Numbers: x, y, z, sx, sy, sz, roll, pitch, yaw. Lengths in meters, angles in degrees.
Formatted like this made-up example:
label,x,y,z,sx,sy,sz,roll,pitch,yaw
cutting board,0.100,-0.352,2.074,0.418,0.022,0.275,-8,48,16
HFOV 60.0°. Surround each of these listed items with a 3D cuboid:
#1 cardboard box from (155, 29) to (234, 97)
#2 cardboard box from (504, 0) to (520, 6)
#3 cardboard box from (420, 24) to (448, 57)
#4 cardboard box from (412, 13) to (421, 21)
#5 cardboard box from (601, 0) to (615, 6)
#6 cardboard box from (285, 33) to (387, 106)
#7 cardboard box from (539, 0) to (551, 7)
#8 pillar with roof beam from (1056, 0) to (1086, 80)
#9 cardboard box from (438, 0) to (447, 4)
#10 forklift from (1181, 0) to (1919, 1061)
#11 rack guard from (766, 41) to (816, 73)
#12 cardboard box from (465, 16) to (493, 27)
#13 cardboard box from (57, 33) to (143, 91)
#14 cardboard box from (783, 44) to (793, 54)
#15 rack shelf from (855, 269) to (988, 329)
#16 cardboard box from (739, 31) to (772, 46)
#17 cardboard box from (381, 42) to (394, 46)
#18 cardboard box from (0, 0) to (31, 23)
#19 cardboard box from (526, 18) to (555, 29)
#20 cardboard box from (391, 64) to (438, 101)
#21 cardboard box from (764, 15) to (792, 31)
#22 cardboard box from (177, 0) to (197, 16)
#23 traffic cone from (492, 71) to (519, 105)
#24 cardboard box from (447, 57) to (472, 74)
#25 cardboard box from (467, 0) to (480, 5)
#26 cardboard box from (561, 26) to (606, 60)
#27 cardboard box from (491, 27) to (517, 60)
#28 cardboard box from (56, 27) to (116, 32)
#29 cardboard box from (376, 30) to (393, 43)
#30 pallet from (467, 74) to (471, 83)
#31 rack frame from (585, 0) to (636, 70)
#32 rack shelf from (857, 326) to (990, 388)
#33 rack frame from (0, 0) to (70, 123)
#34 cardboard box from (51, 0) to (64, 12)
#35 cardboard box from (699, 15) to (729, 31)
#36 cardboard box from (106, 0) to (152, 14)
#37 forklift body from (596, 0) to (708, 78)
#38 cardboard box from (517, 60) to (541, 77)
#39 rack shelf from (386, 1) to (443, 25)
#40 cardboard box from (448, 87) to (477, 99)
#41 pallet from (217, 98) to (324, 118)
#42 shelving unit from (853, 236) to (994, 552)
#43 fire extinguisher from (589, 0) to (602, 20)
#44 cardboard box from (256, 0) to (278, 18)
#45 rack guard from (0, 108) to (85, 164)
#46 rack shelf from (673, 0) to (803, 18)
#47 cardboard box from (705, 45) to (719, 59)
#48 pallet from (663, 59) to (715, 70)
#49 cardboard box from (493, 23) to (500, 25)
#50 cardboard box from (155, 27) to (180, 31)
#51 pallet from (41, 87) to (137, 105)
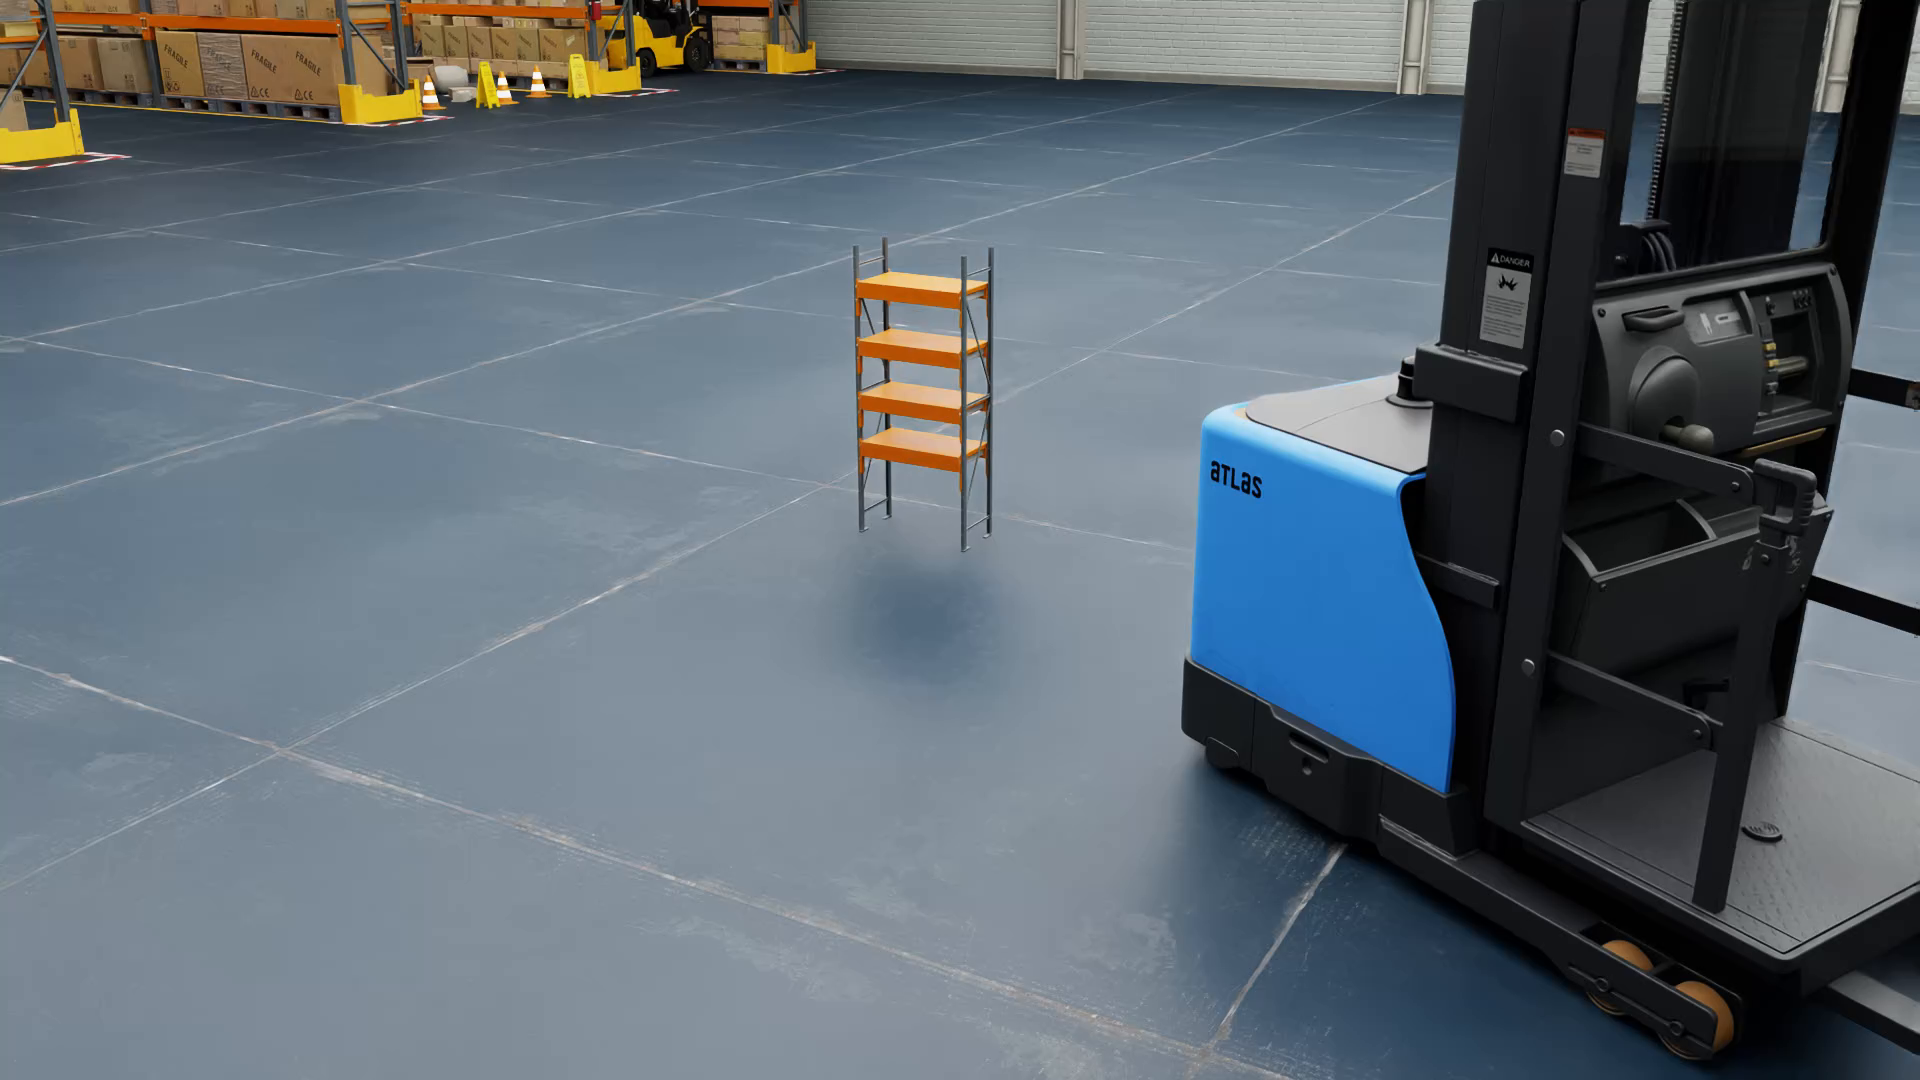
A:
label,x,y,z,sx,sy,sz,roll,pitch,yaw
cardboard box,-10.860,-6.884,23.944,0.875,0.875,0.875,11,23,28
cardboard box,-7.138,-8.708,26.842,0.250,0.149,0.380,11,22,27
cardboard box,-8.665,-8.380,27.885,0.500,0.500,0.500,12,23,30
cardboard box,-11.140,-10.872,34.537,0.250,0.149,0.380,10,22,26
cardboard box,-5.752,-8.636,26.643,0.250,0.149,0.380,11,23,28
cardboard box,-8.507,-6.437,22.713,0.875,0.875,0.875,11,23,28
cardboard box,-6.476,-8.575,26.473,0.250,0.149,0.380,10,22,26
pillar with roof beam,-0.169,-11.039,24.102,0.400,9.000,9.100,11,23,27
cardboard box,-8.438,-8.974,27.573,0.250,0.149,0.380,11,23,27
forklift,1.896,-0.410,3.696,1.130,2.935,3.031,-12,23,-31
rack guard,-3.118,-8.935,30.765,0.348,0.500,1.175,11,23,27
cardboard box,-7.900,-8.518,27.313,0.250,0.149,0.380,12,23,30
cardboard box,-12.801,-7.189,24.968,0.750,0.750,1.050,11,23,27
cardboard box,-3.473,-9.159,31.133,0.500,0.250,0.500,11,23,28
rack shelf,-0.145,-0.961,6.602,0.480,0.148,0.258,11,23,27
cardboard box,-3.717,-9.242,30.628,0.500,0.250,0.500,10,22,27
cardboard box,-10.137,-8.469,29.050,0.625,0.372,0.950,12,23,31
cardboard box,-10.857,-5.972,18.348,0.500,0.500,0.875,11,23,27
cardboard box,-6.737,-8.295,26.700,0.250,0.149,0.380,12,23,29
cardboard box,-8.325,-7.001,25.428,0.637,0.503,0.797,-4,20,-10
cardboard box,-3.467,-9.626,30.952,0.500,0.250,0.500,10,22,26
cardboard box,-10.556,-7.739,23.581,0.550,0.550,0.875,11,23,27
traffic cone,-6.806,-6.744,24.779,0.334,0.463,0.336,11,23,27
cardboard box,-8.194,-7.942,27.778,0.500,0.250,0.500,12,23,30
cardboard box,-7.818,-8.820,27.149,0.250,0.149,0.380,11,23,28
cardboard box,-6.147,-8.114,27.151,0.500,0.500,0.500,10,22,26
cardboard box,-7.278,-8.121,27.171,0.500,0.500,0.500,10,22,26
cardboard box,-17.311,-9.910,32.927,0.875,0.438,0.875,10,22,26
cardboard box,-11.950,-10.727,35.088,0.500,0.500,0.500,10,22,25
pallet,-8.445,-7.889,28.305,1.213,0.211,1.003,11,23,27
rack frame,-5.557,-8.636,26.274,0.127,3.000,1.000,11,23,27
rack shelf,-0.145,-0.739,6.683,0.480,0.148,0.258,11,23,27
rack frame,-10.390,-5.686,18.141,0.127,3.000,1.000,11,23,27
cardboard box,-13.287,-8.117,24.696,0.500,0.500,0.500,11,22,27
cardboard box,-4.587,-9.637,30.984,0.500,0.250,0.500,11,23,28
cardboard box,-11.961,-7.865,24.002,0.500,0.500,0.500,11,22,27
forklift body,-5.685,-9.488,29.867,1.214,2.155,2.313,11,23,27
cardboard box,-6.842,-7.684,27.065,0.500,0.250,0.500,11,23,27
rack shelf,-10.795,-9.296,29.148,4.000,0.370,1.077,11,23,27
cardboard box,-7.686,-6.913,25.703,0.380,0.149,0.250,-11,23,-29
pallet,-9.680,-6.148,23.504,1.213,0.211,1.003,11,23,27
shelving unit,-0.145,-0.592,6.736,0.503,1.200,0.258,11,23,27
fire extinguisher,-5.682,-8.444,25.857,0.183,0.674,0.296,11,23,27
cardboard box,-9.147,-7.480,22.867,0.550,0.550,0.875,11,23,27
rack guard,-10.456,-4.524,18.602,0.348,0.500,1.175,11,23,27
rack shelf,-4.885,-10.109,31.389,4.000,0.370,1.077,11,23,27
cardboard box,-4.565,-9.175,31.176,0.500,0.250,0.500,11,23,28
pallet,-4.888,-9.122,31.702,1.213,0.211,1.003,11,23,27
cardboard box,-7.957,-8.456,28.095,0.500,0.500,0.500,11,23,28
cardboard box,-14.660,-9.603,31.440,0.875,0.875,0.875,12,23,29
pallet,-13.154,-6.809,25.325,1.213,0.211,1.003,11,23,27
